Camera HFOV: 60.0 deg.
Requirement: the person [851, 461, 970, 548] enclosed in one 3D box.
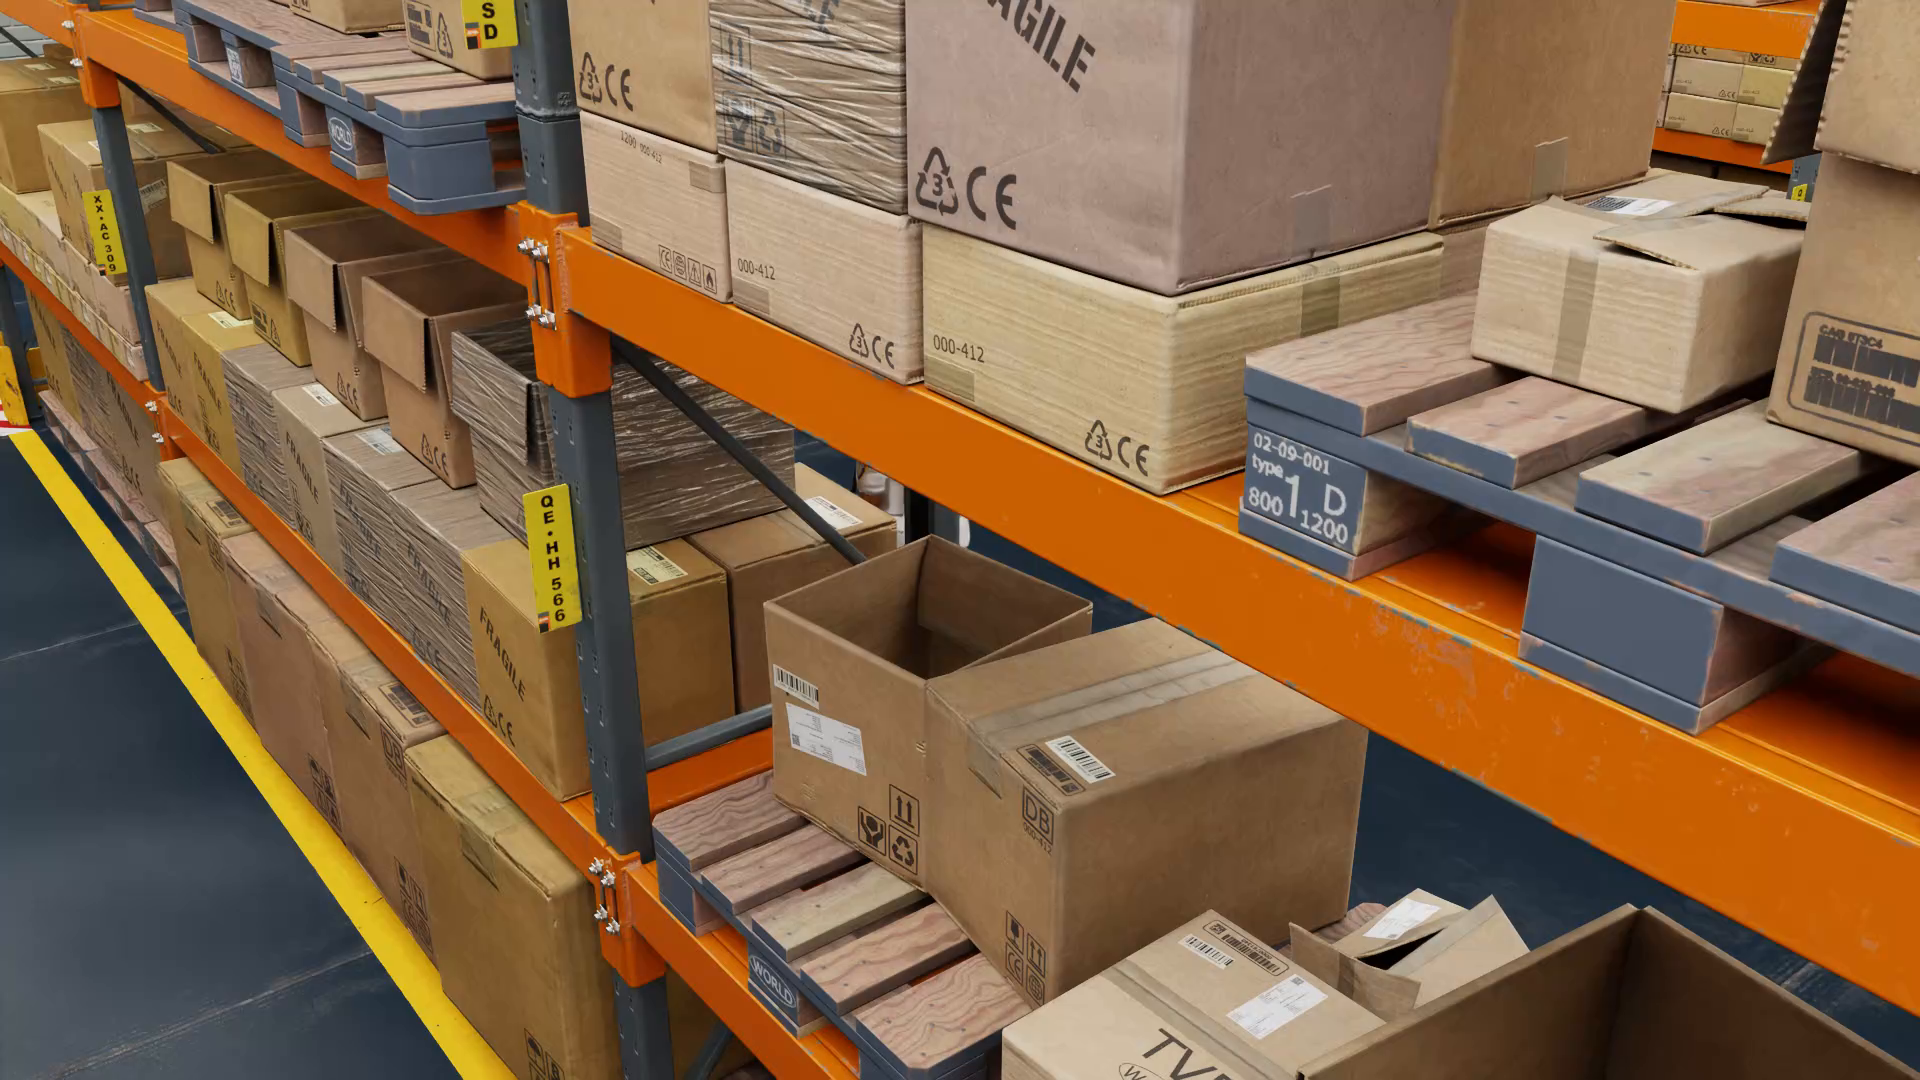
[{"bbox_3d":[-0.195,0.024,6.541,0.516,1.672,0.418,-19,31,-35],"label":"person"}]
